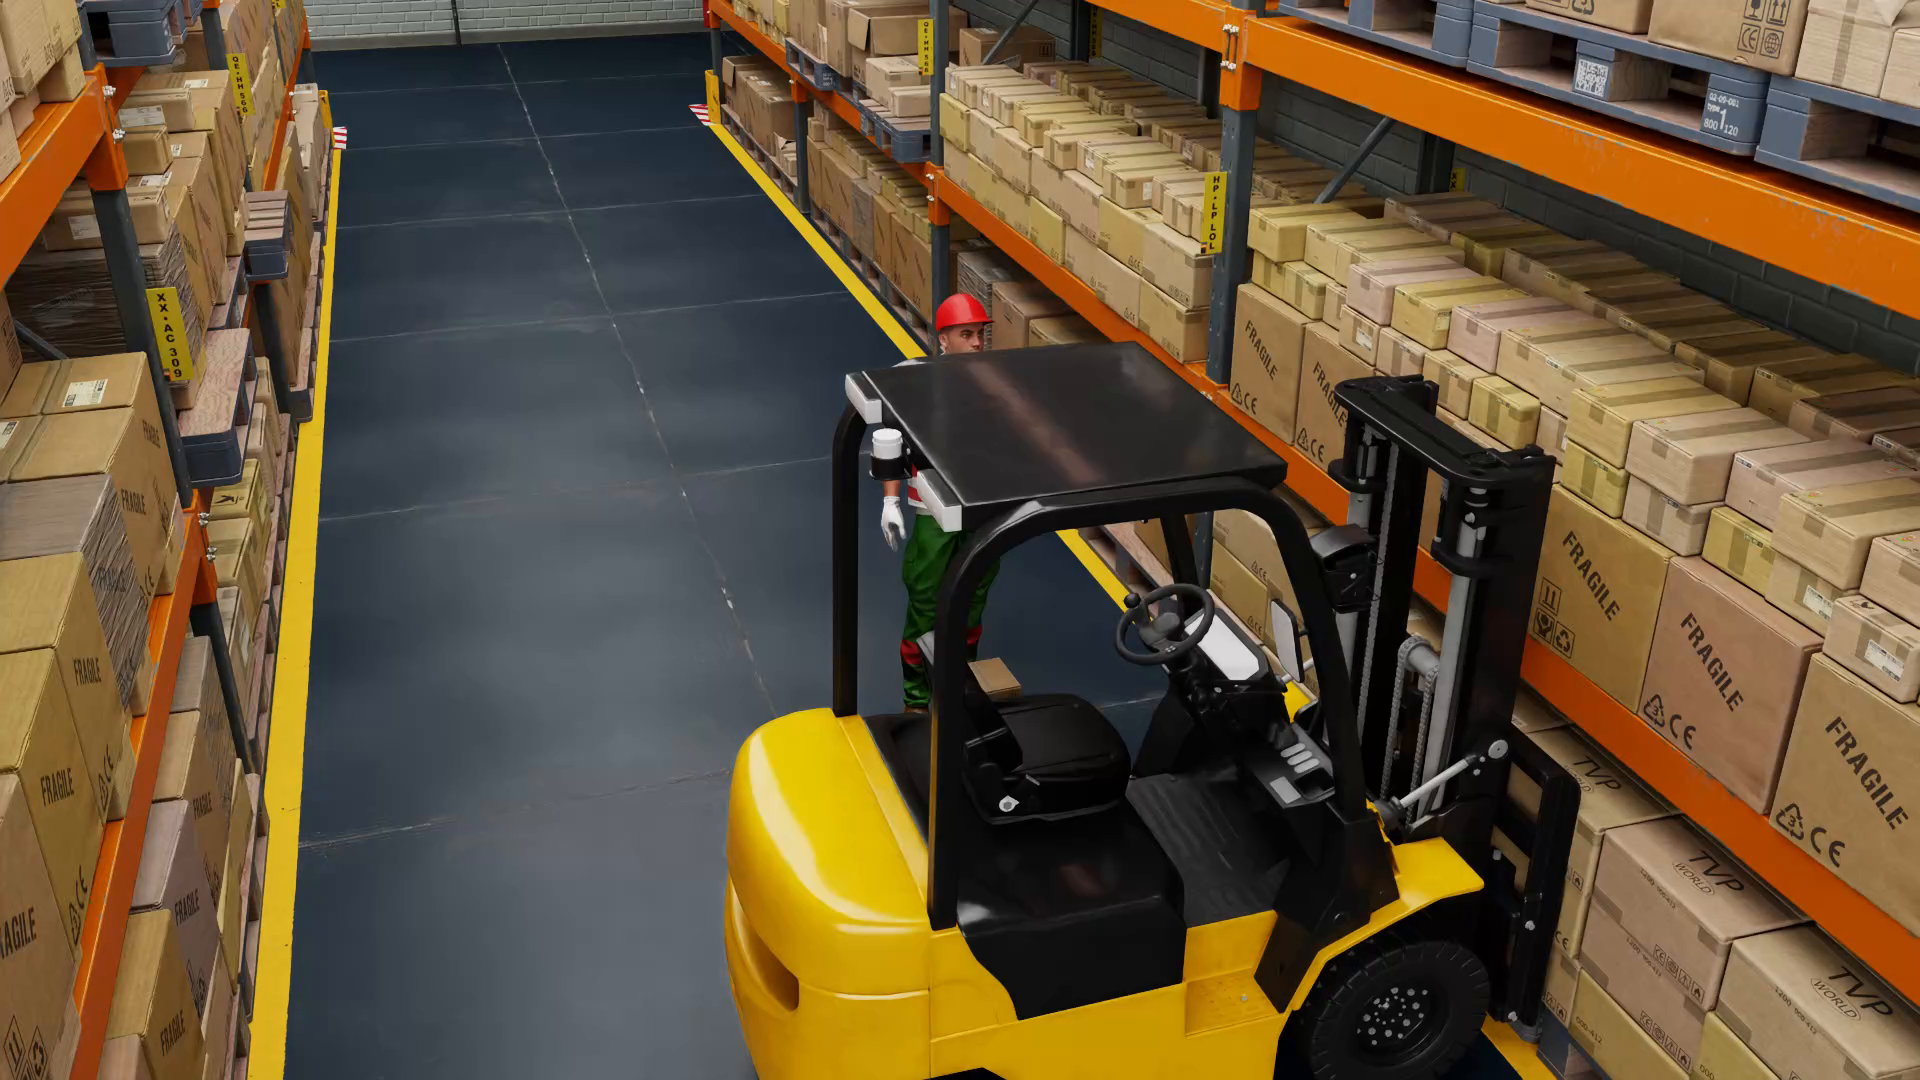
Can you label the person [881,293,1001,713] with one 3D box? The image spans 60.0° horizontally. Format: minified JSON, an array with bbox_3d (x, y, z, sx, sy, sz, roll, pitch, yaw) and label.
[{"bbox_3d":[0.000,-0.097,6.761,0.638,1.788,0.564,-8,27,-16],"label":"person"}]
